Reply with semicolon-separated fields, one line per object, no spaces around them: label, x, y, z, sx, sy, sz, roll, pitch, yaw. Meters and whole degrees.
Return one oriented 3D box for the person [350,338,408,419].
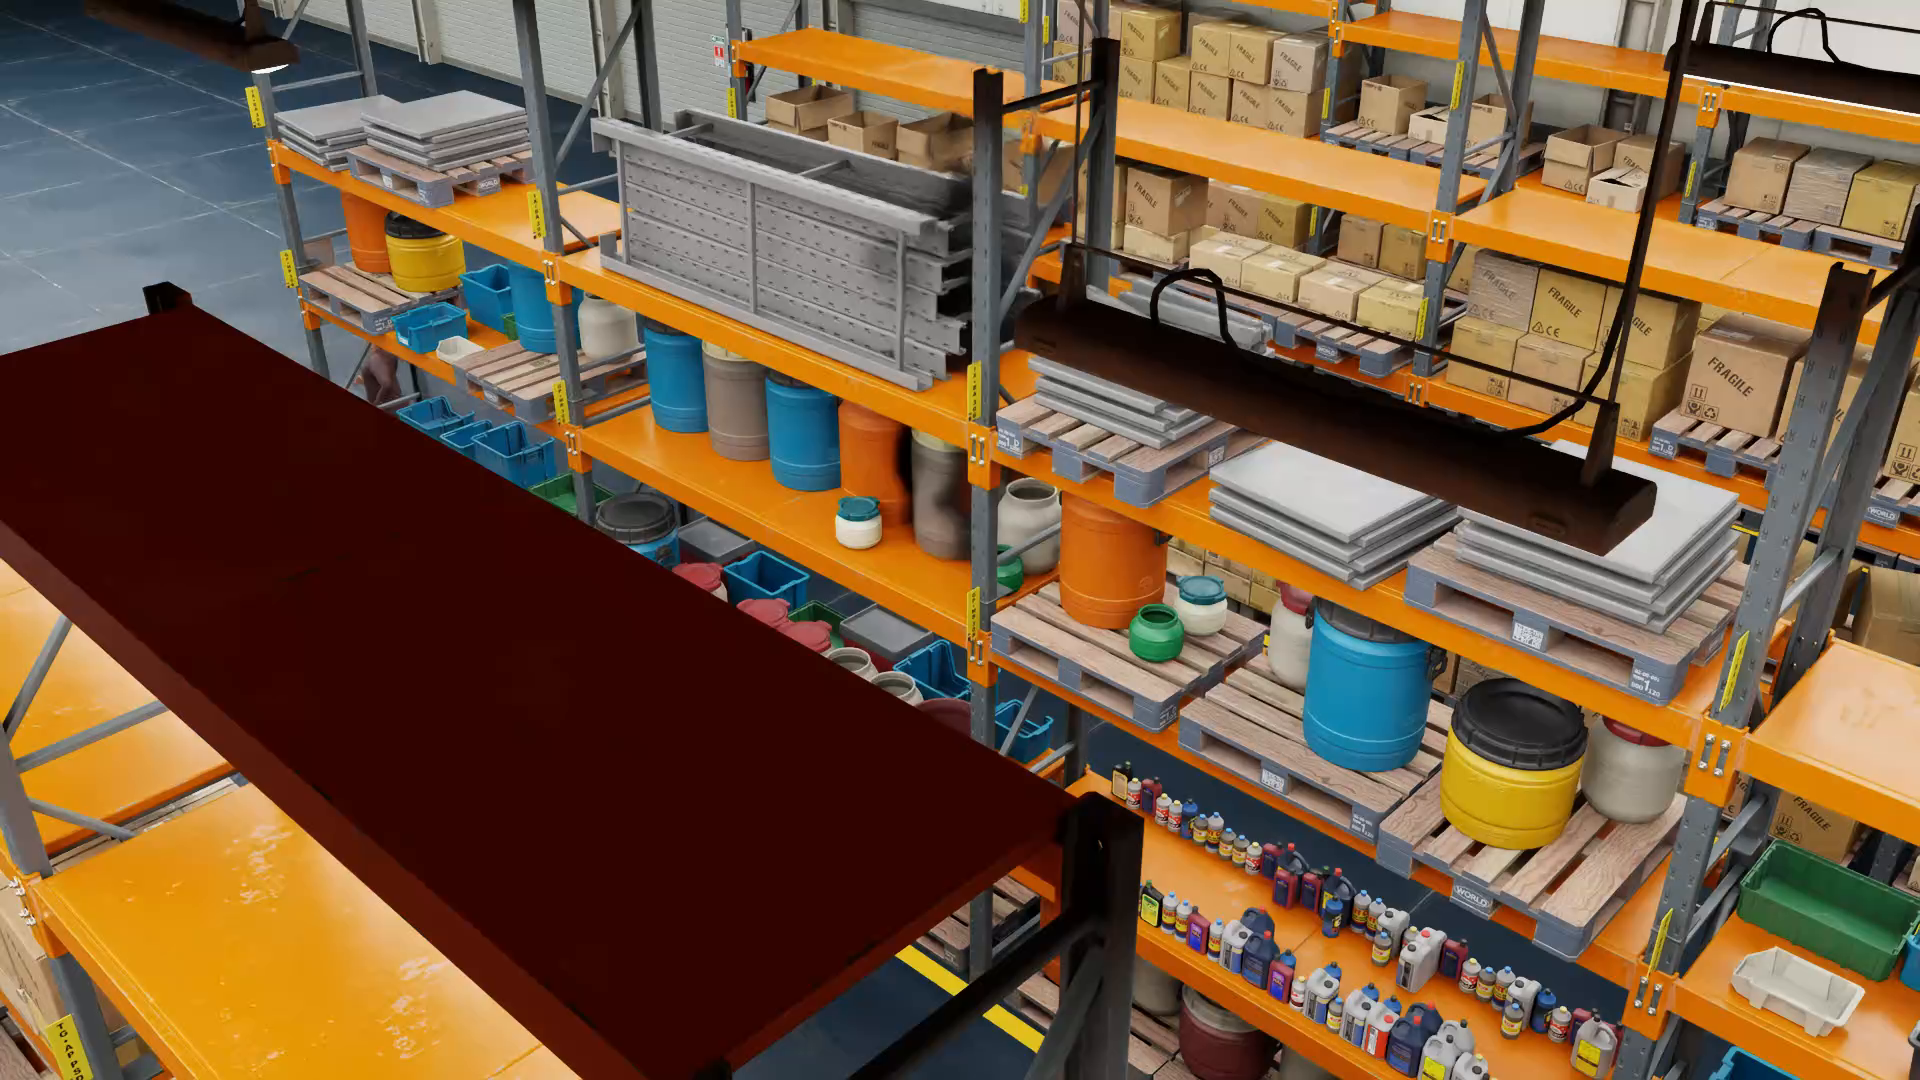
person;-5.779;-1.282;16.748;0.801;1.838;0.734;4;30;6
